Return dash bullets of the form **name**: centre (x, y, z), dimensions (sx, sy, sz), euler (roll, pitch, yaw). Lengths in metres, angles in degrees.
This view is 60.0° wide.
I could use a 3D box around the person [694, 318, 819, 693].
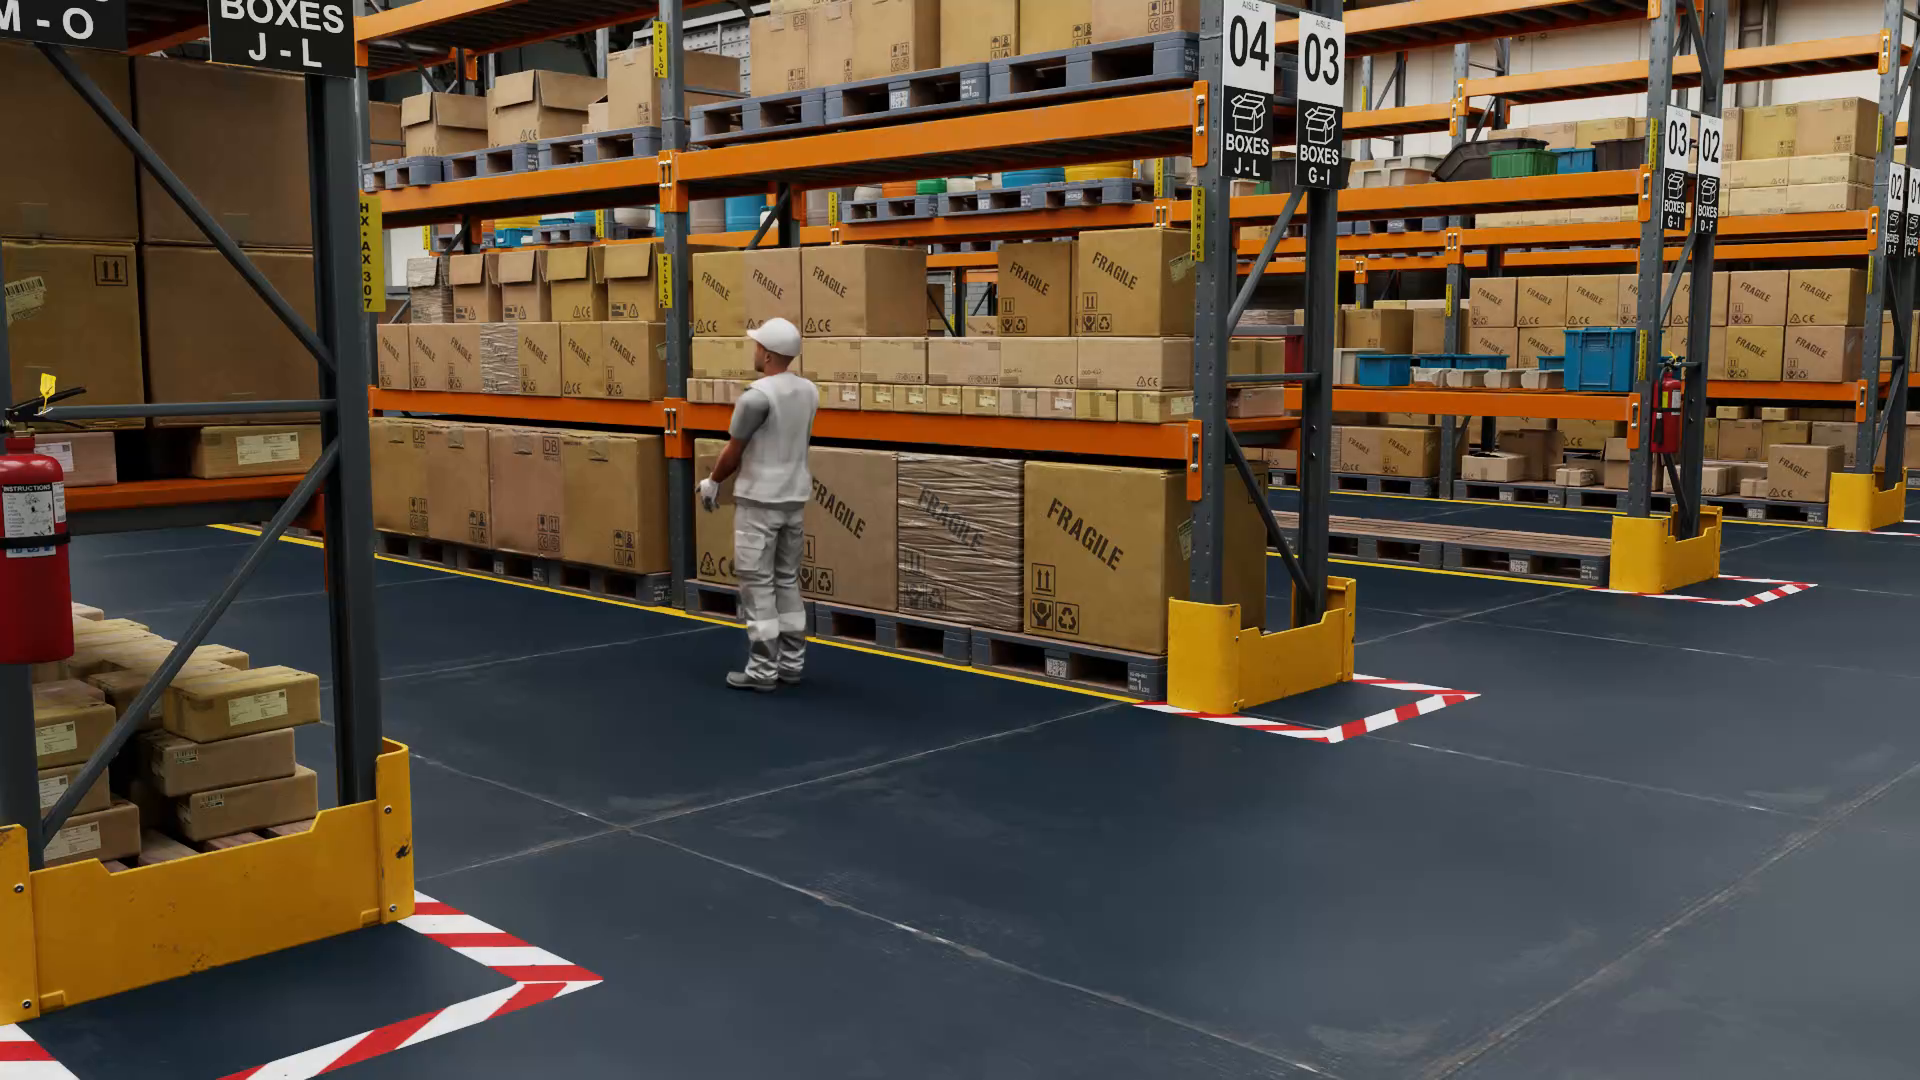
- **person**: centre (-0.986, -0.174, 8.067), dimensions (0.552, 1.793, 0.515), euler (5, 8, 34)
